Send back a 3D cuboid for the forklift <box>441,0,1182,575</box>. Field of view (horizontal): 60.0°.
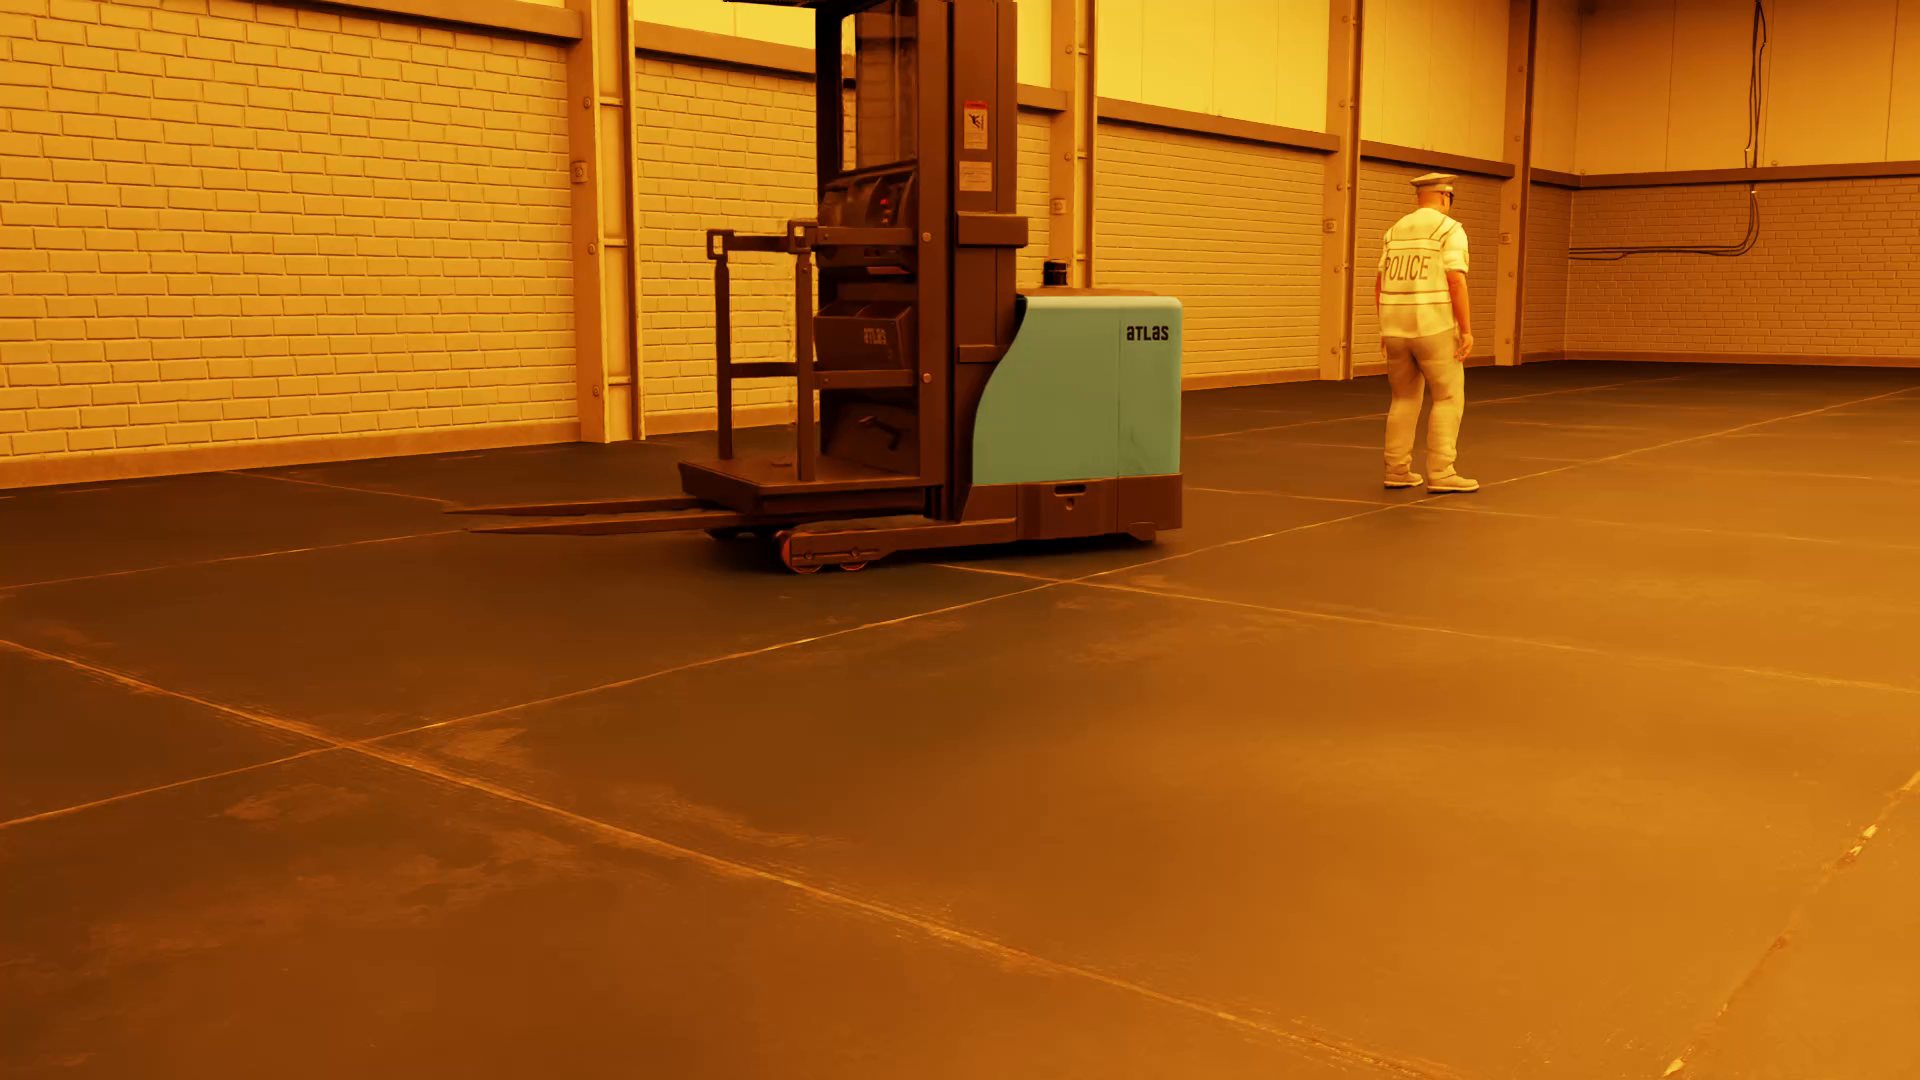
[{"bbox_3d":[-0.580,-1.402,6.866,3.031,2.935,1.130,-4,9,-26],"label":"forklift"}]

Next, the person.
[{"bbox_3d":[2.571,-1.152,9.238,0.441,1.746,0.588,-7,11,-38],"label":"person"}]
